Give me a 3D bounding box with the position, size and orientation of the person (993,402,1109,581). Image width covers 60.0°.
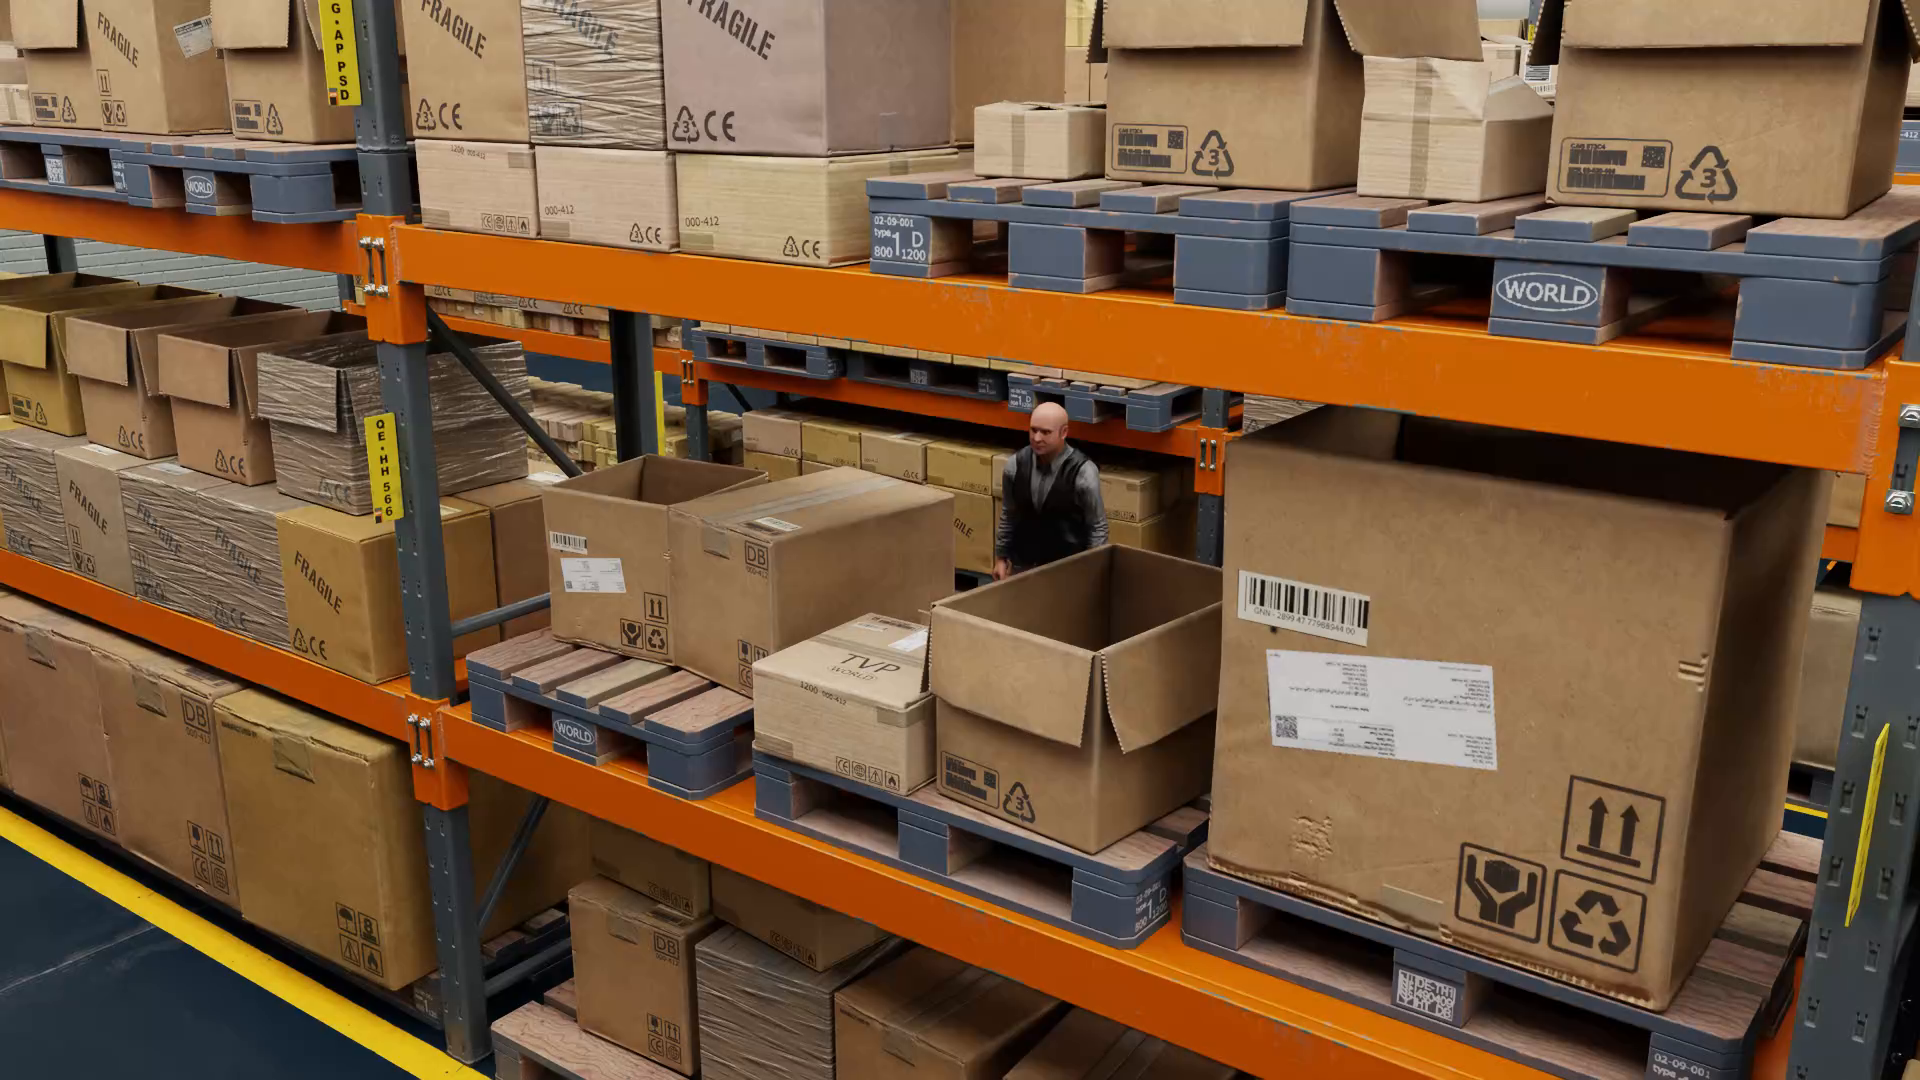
[{"bbox_3d":[0.435,0.166,8.018,0.585,1.719,0.418,11,19,32],"label":"person"}]
